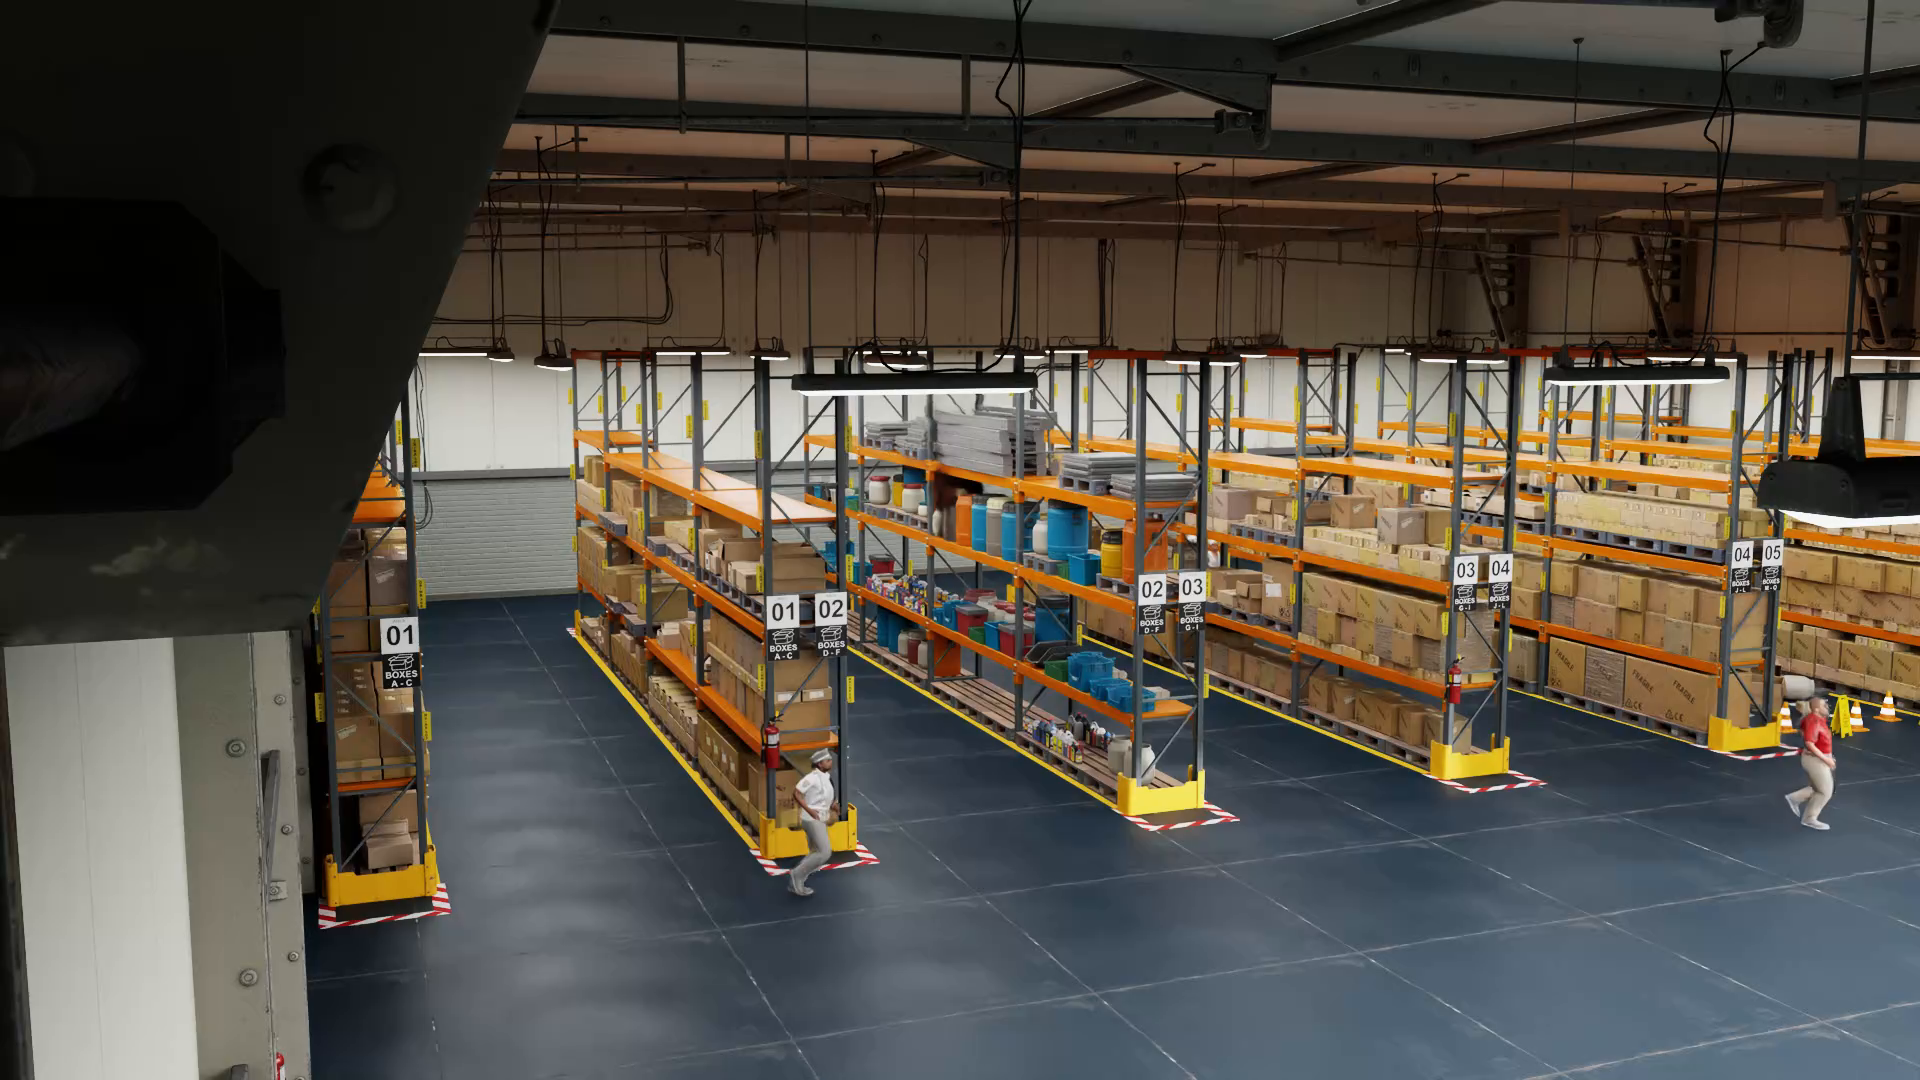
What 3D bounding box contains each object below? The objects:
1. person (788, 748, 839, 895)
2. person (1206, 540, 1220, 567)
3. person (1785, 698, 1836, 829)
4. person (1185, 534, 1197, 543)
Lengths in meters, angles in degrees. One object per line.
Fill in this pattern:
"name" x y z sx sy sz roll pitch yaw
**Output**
"person" -1.635 3.178 18.884 0.550 1.615 0.647 2 7 13
"person" 5.663 0.845 37.242 0.666 1.741 0.629 -3 8 -24
"person" 10.957 2.855 21.365 0.542 1.697 0.661 3 8 22
"person" 5.677 0.335 41.534 0.568 1.677 0.756 1 7 6
